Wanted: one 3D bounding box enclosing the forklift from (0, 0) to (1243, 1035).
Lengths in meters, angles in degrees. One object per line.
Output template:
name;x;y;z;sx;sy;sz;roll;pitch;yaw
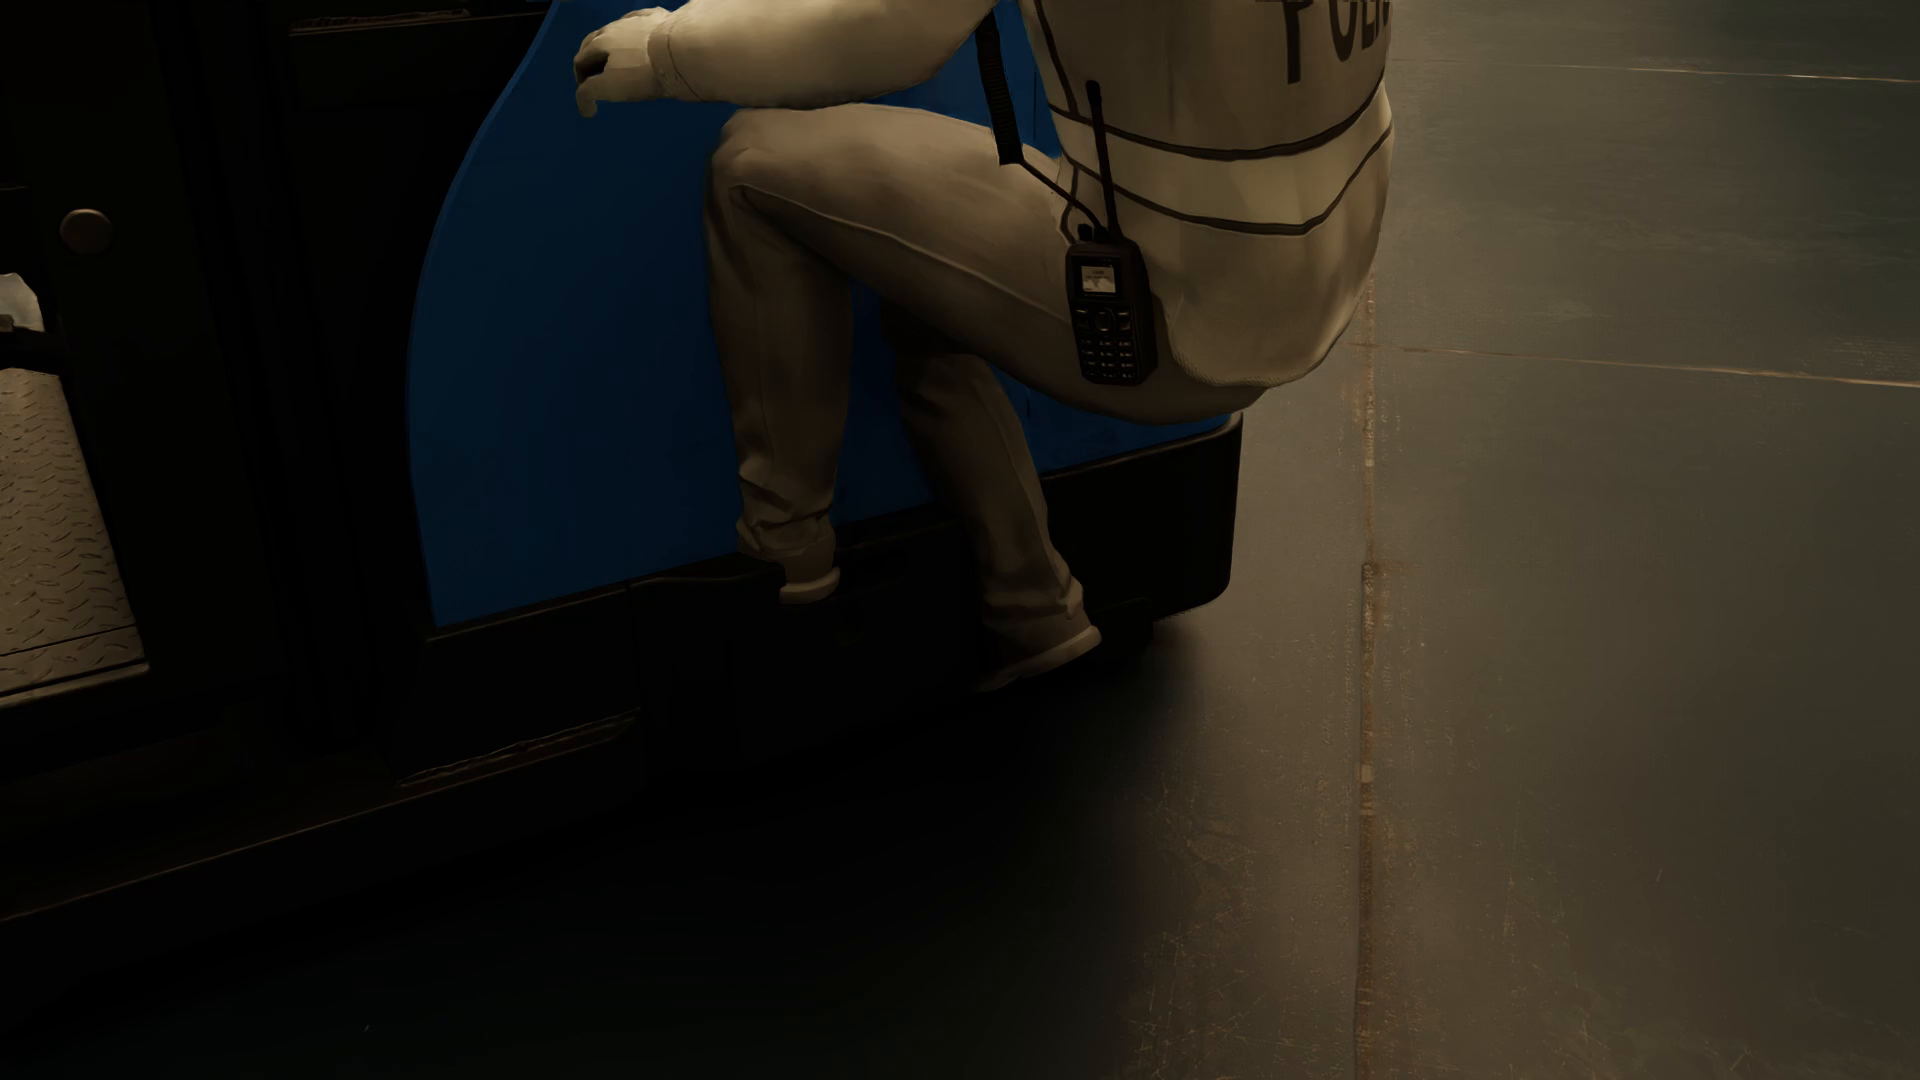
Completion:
forklift;-1.166;-1.036;1.300;3.031;2.935;1.130;-15;30;-27

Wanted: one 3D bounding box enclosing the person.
person;-0.014;-0.342;1.561;0.793;1.446;0.820;11;29;21
